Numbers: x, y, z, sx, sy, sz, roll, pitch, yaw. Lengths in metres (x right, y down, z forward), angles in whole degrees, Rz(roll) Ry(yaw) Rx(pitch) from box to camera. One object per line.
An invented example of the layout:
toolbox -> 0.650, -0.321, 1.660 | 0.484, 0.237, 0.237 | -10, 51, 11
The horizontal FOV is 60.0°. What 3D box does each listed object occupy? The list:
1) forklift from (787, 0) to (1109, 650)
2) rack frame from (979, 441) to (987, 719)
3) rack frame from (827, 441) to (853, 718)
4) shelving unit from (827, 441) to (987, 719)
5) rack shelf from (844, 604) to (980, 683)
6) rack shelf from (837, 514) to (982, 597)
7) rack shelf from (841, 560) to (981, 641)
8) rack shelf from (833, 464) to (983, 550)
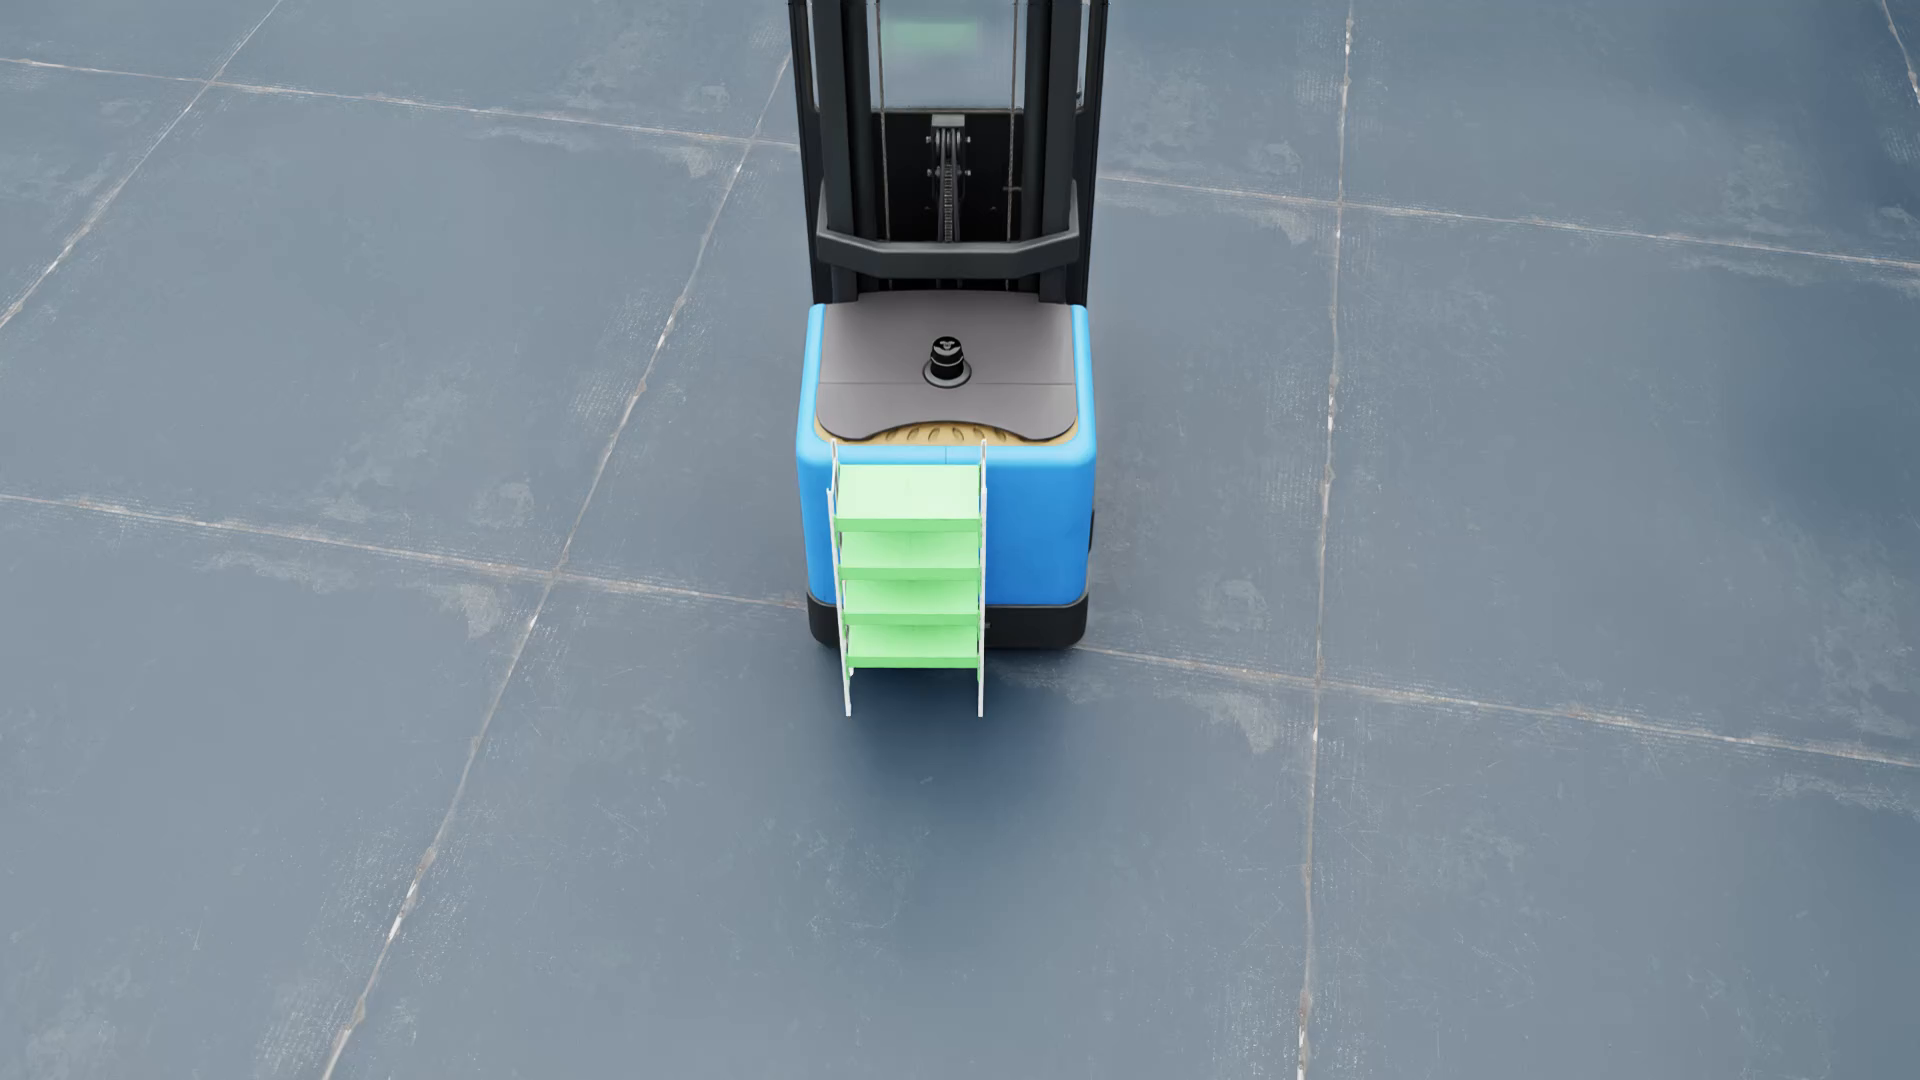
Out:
forklift -> -0.038, -1.647, 6.231 | 1.130, 2.935, 3.031 | 0, 48, 0
rack frame -> 0.077, 0.169, 5.763 | 0.015, 1.200, 0.240 | 0, 48, 0
rack frame -> -0.411, 0.167, 5.765 | 0.015, 1.200, 0.240 | 0, 48, 0
shelving unit -> -0.167, 0.168, 5.764 | 0.503, 1.200, 0.258 | 0, 48, 0
rack shelf -> -0.167, 0.371, 5.990 | 0.480, 0.148, 0.258 | 0, 48, 0
rack shelf -> -0.167, 0.051, 5.633 | 0.480, 0.148, 0.258 | 0, 48, 0
rack shelf -> -0.167, 0.211, 5.812 | 0.480, 0.148, 0.258 | 0, 48, 0
rack shelf -> -0.167, -0.110, 5.454 | 0.480, 0.148, 0.258 | 0, 48, 0
